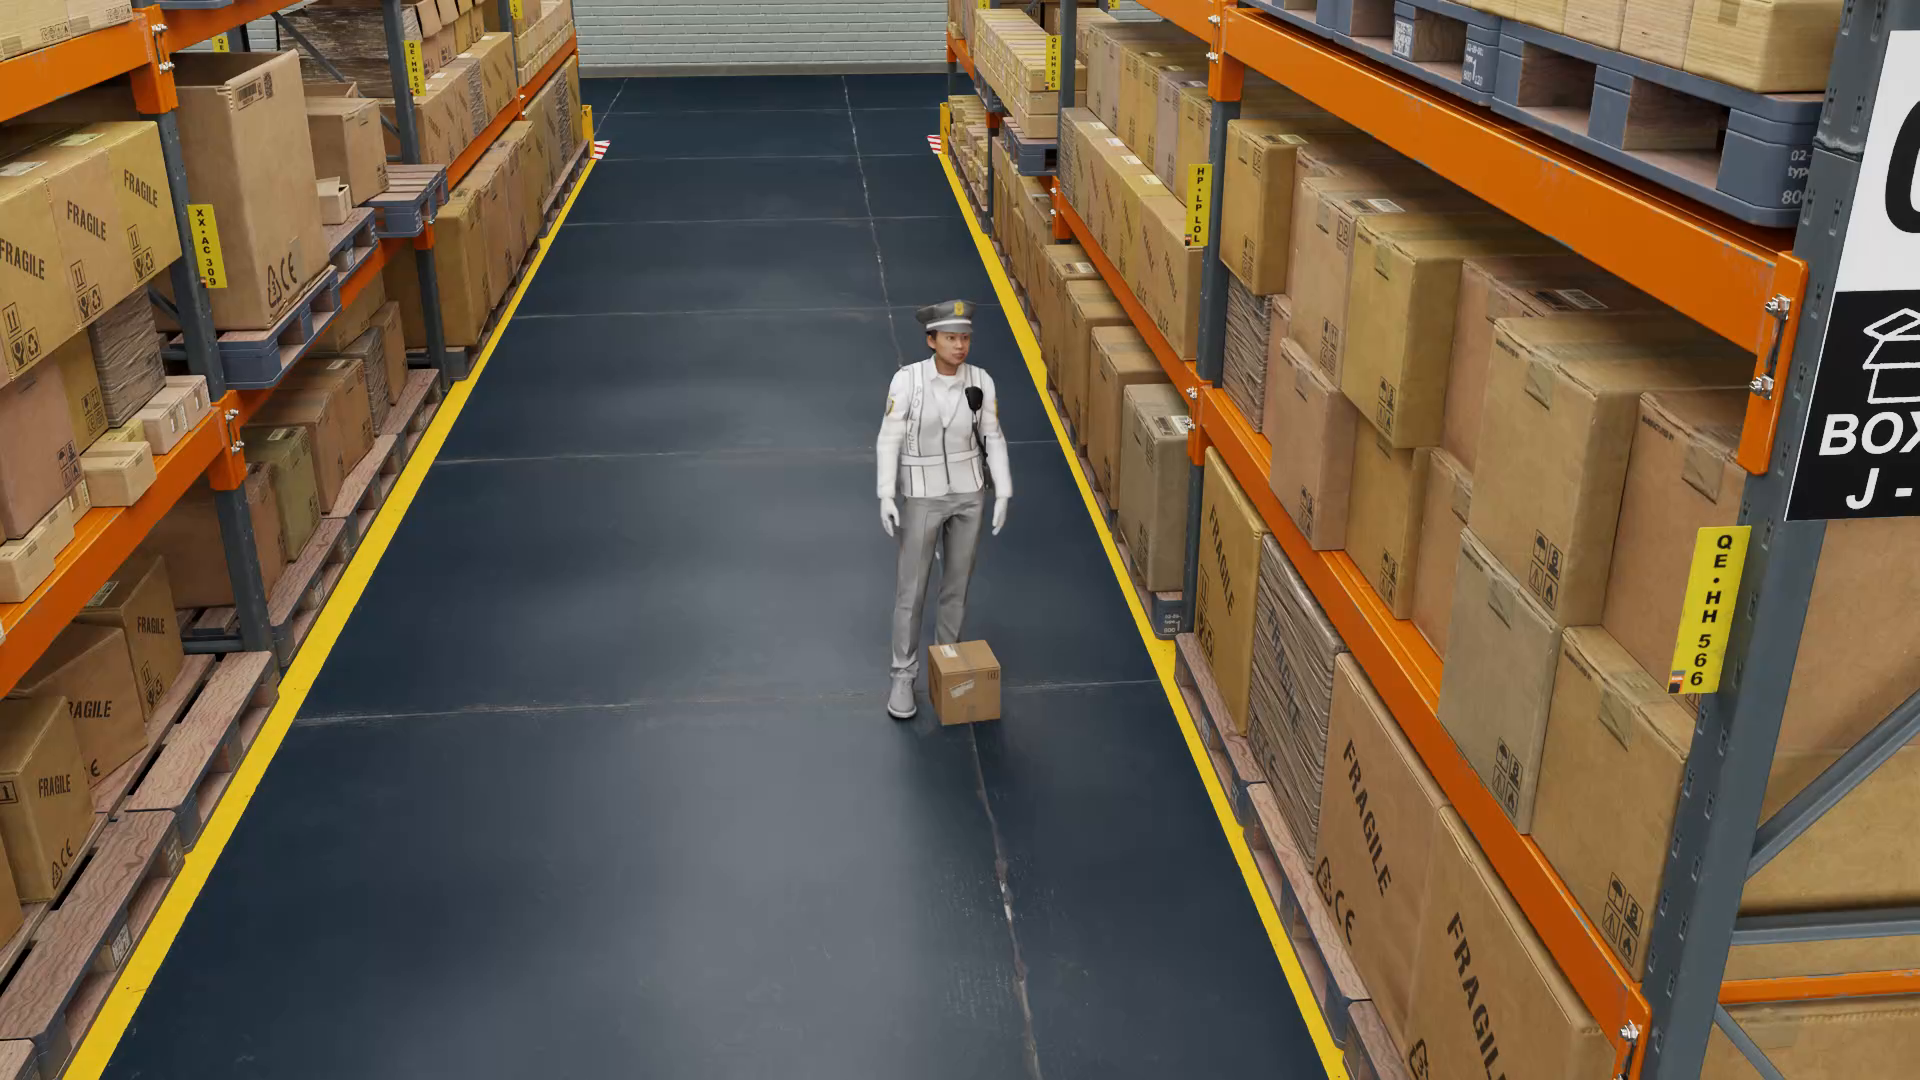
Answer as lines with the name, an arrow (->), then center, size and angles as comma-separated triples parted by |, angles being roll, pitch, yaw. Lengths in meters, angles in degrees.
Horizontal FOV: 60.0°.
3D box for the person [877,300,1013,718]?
person -> -0.057, -0.149, 6.872 | 0.584, 1.695, 0.533 | -5, 24, -11
